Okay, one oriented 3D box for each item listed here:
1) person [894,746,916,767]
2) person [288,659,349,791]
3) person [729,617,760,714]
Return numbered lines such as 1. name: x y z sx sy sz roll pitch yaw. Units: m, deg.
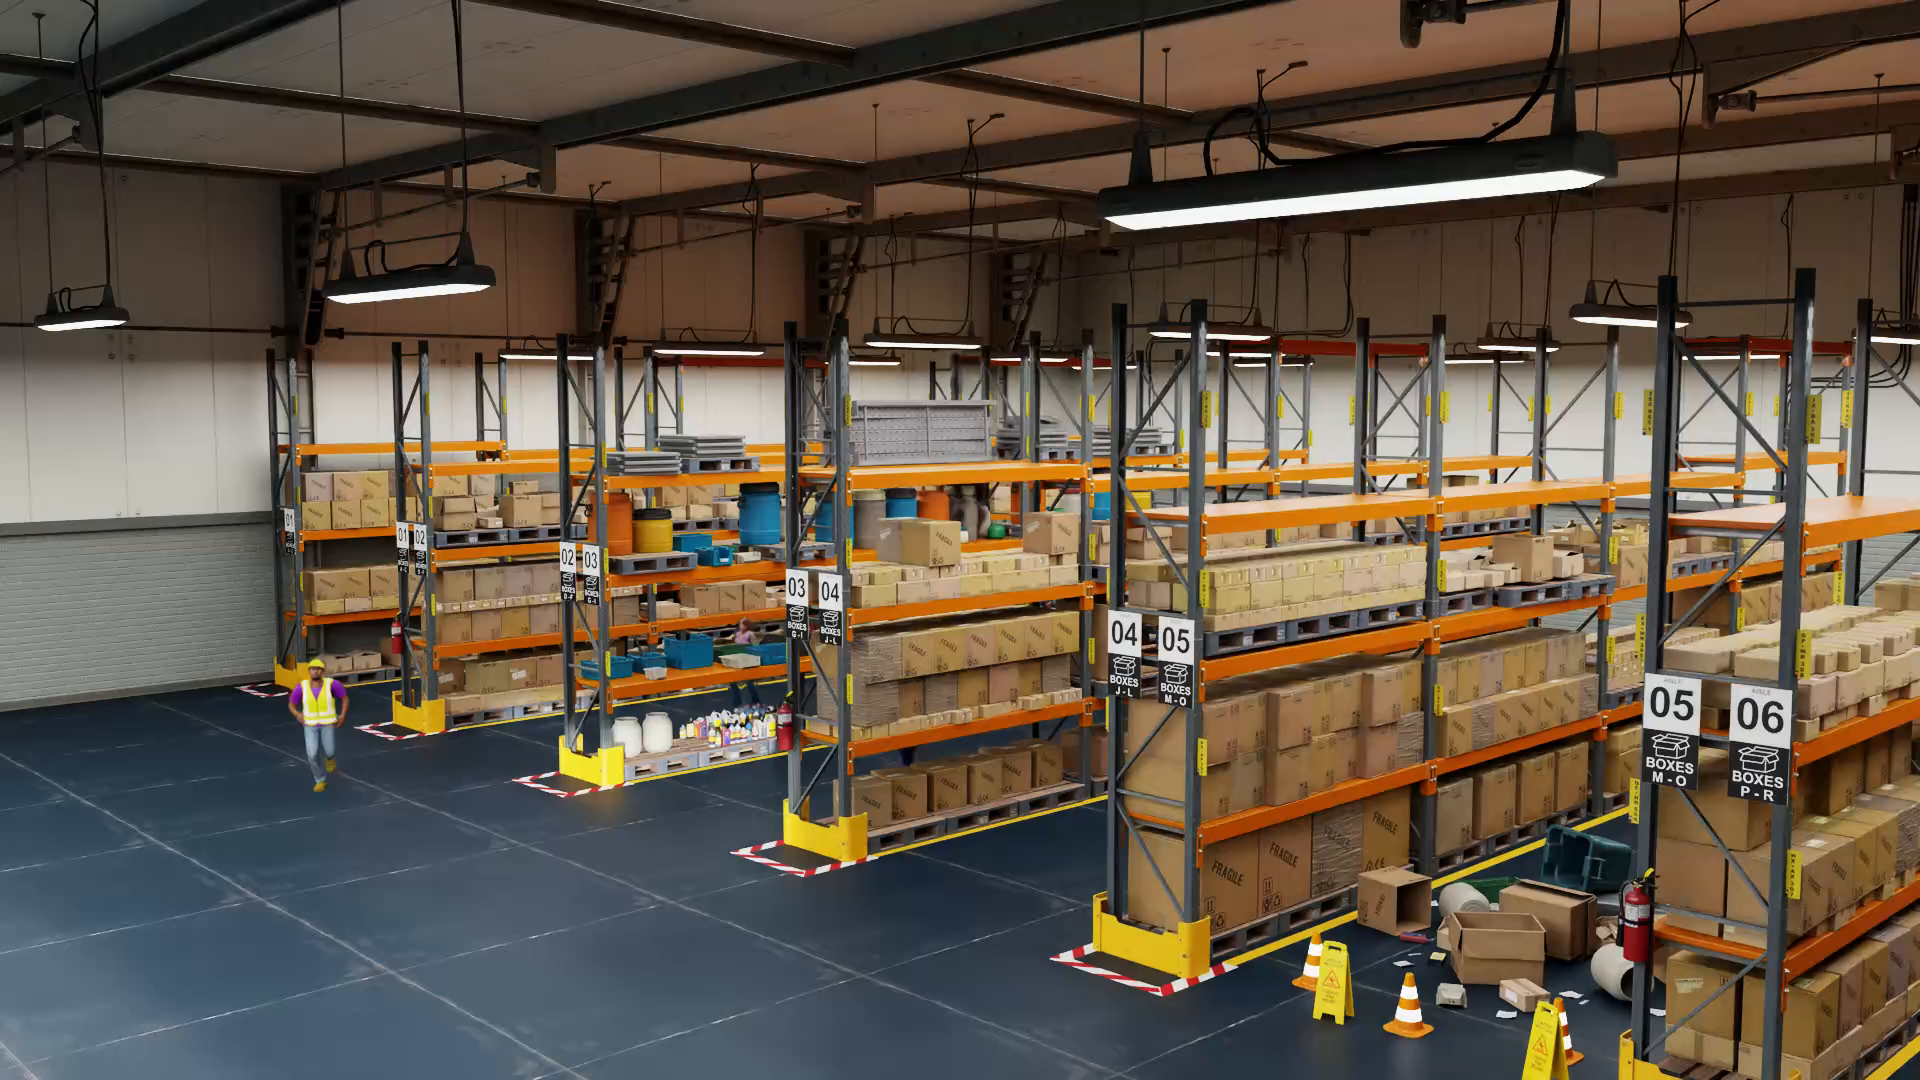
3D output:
1. person: -0.717 2.431 22.666 0.616 1.584 0.550 4 6 40
2. person: -8.449 2.419 21.920 0.748 1.724 0.584 -2 5 -19
3. person: -3.487 2.096 26.821 0.503 1.534 0.694 3 6 27
